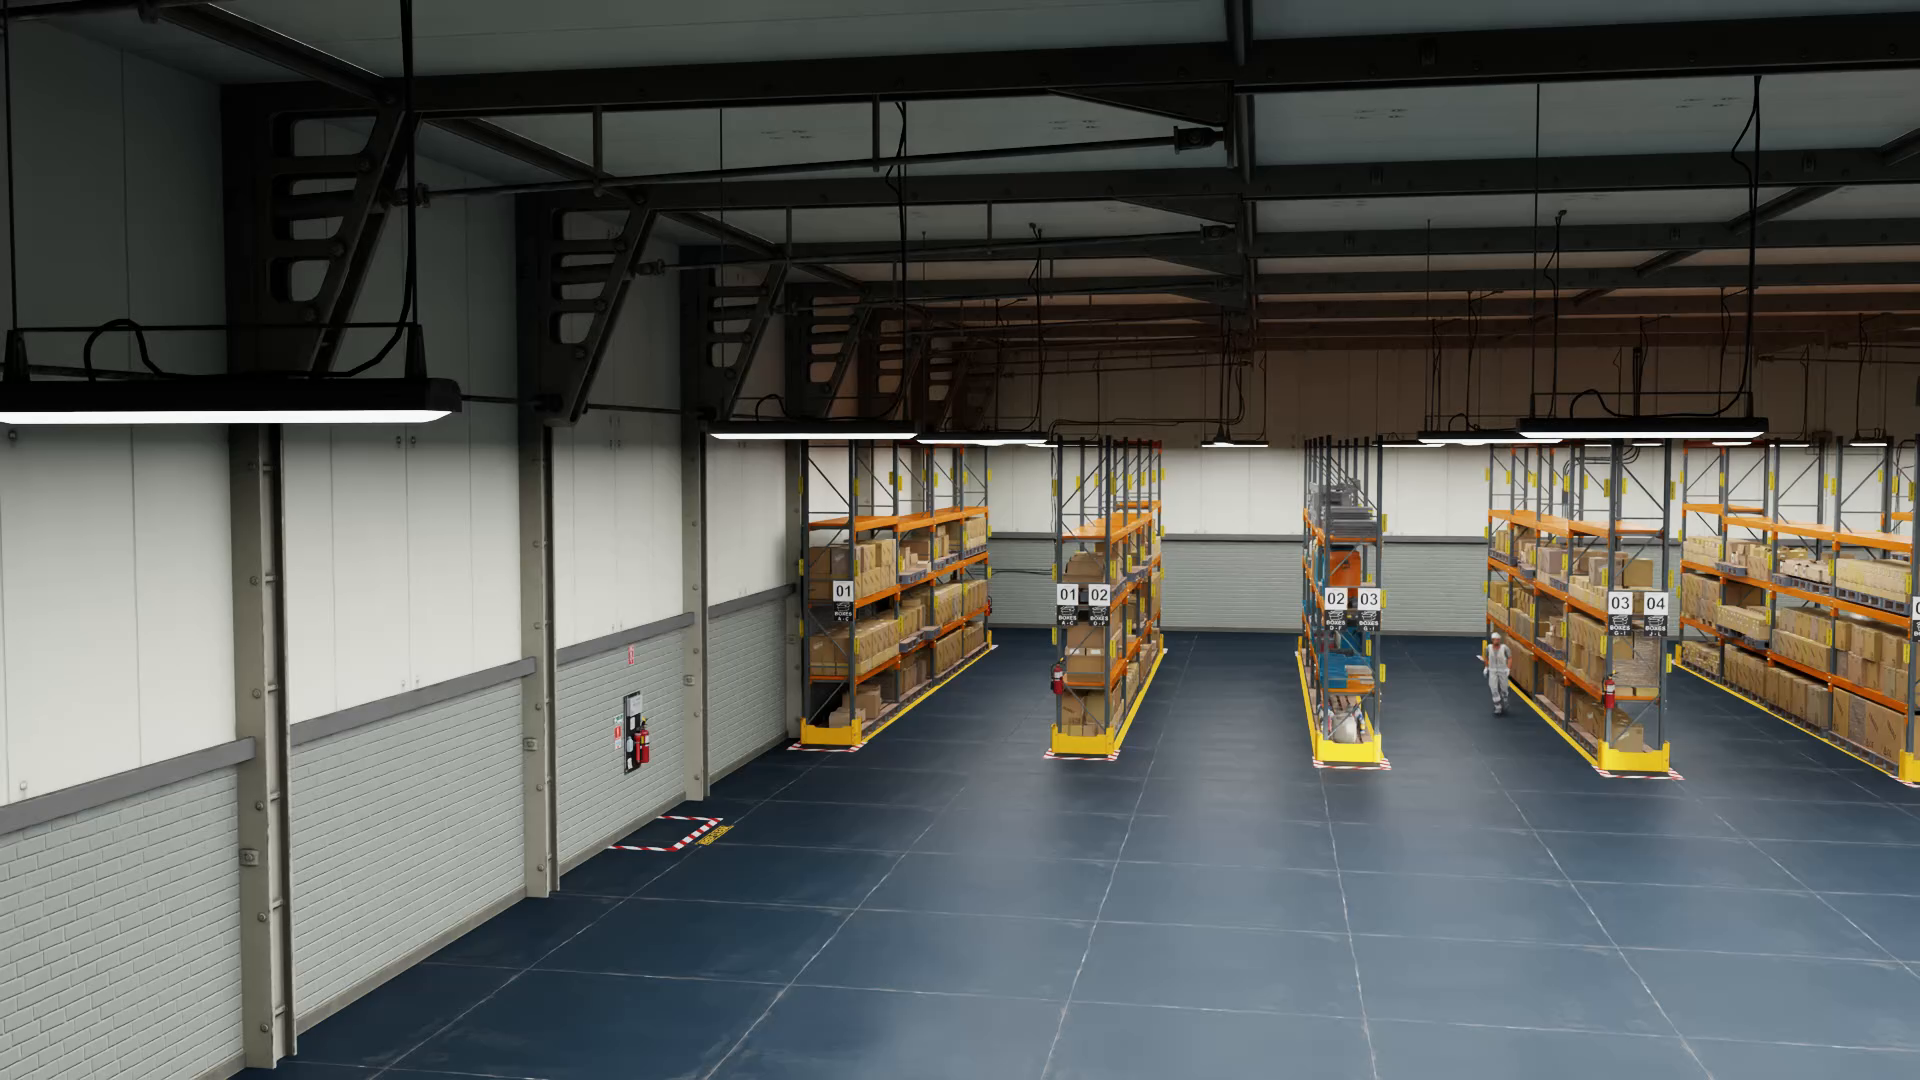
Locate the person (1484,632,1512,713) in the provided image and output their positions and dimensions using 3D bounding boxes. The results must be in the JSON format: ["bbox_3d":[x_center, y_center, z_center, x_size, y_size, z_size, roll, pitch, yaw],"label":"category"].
[{"bbox_3d":[11.786,2.879,36.413,0.604,1.757,0.738,1,3,25],"label":"person"}]

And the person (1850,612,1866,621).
[{"bbox_3d":[25.790,2.244,47.692,0.611,1.763,0.553,0,3,-4],"label":"person"}]
